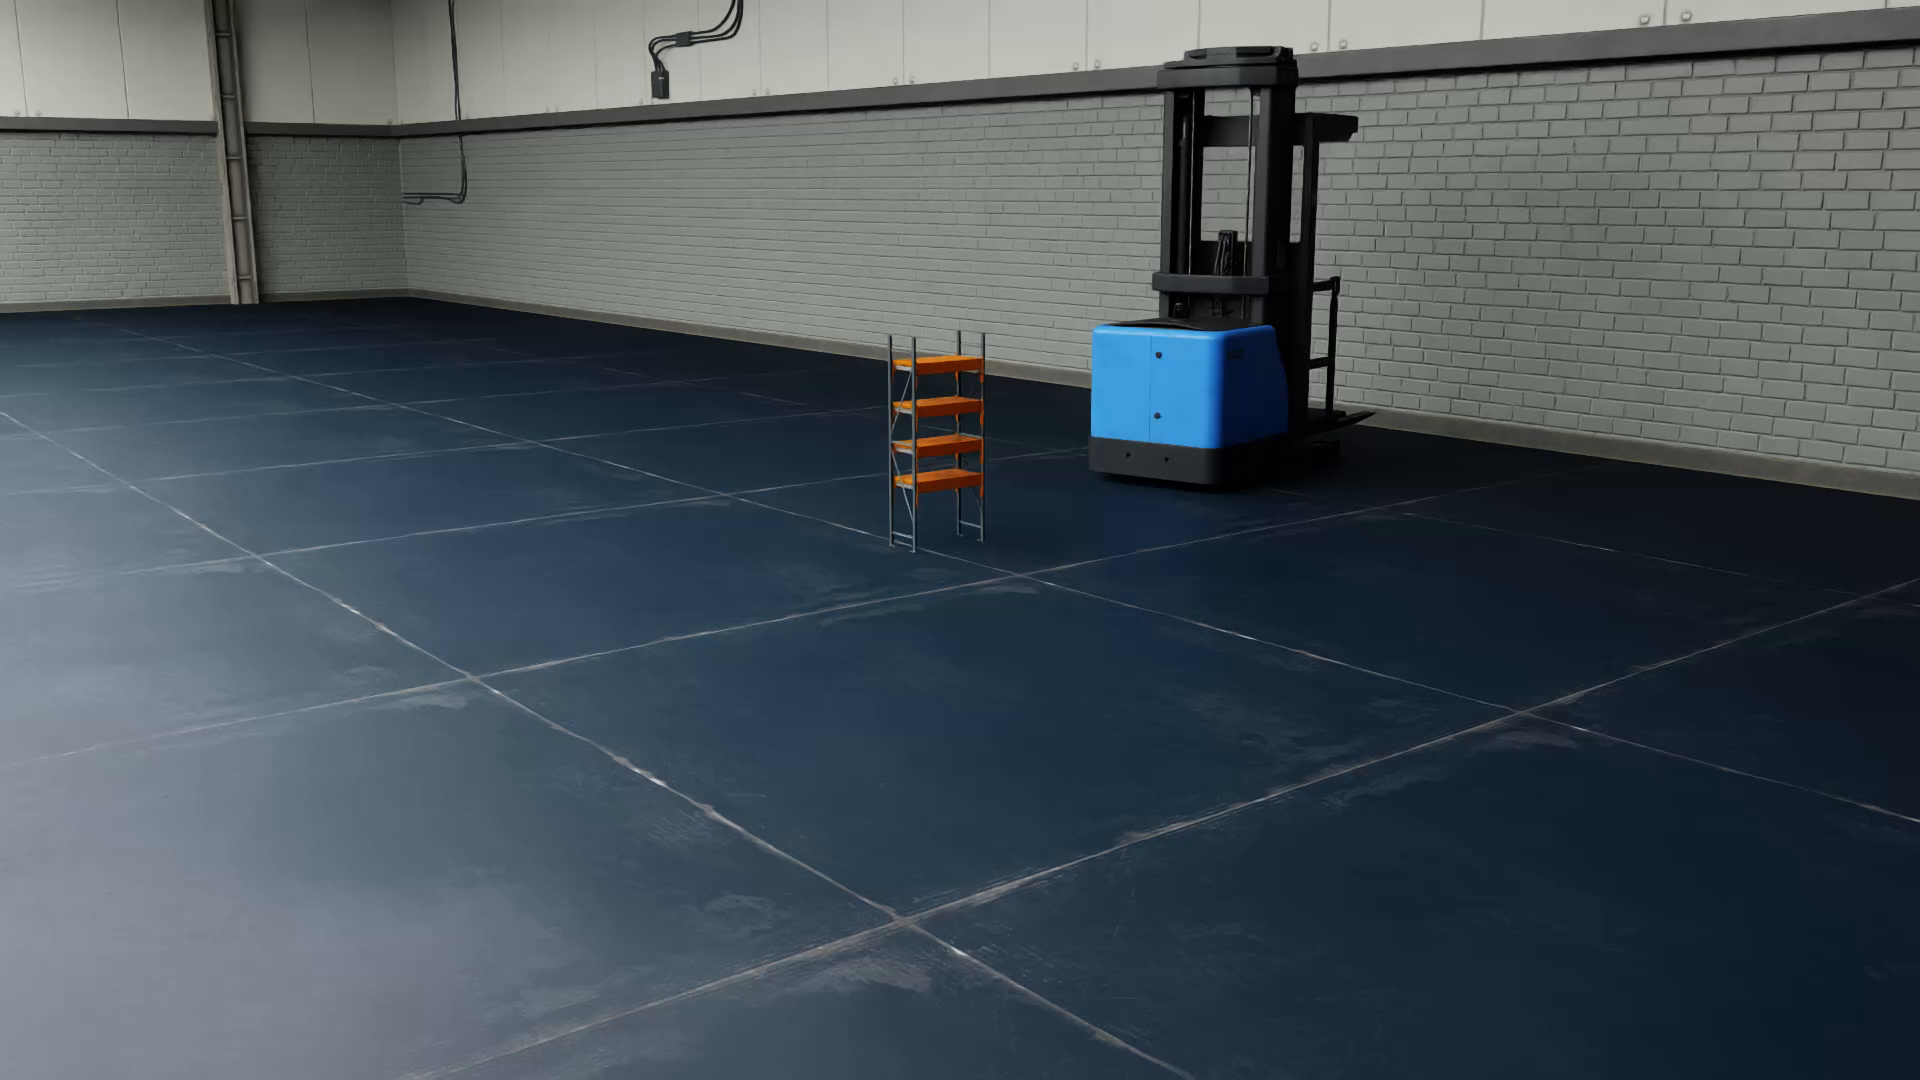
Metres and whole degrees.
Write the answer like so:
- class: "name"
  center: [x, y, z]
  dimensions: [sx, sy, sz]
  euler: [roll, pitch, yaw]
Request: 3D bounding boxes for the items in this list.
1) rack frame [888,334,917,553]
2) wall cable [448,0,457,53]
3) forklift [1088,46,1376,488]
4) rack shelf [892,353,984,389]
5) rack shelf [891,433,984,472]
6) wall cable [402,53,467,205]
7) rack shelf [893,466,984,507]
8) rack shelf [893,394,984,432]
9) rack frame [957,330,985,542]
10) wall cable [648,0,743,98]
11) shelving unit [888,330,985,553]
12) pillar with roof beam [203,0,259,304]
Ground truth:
- class: "rack frame"
  center: [-0.320, -0.534, 9.254]
  dimensions: [0.015, 1.200, 0.240]
  euler: [-9, 15, -38]
- class: "wall cable"
  center: [-7.724, -9.231, 26.754]
  dimensions: [0.112, 2.526, 3.097]
  euler: [-9, 15, -38]
- class: "forklift"
  center: [2.179, -2.037, 12.165]
  dimensions: [1.130, 2.935, 3.031]
  euler: [9, 15, 36]
- class: "rack shelf"
  center: [-0.129, -0.950, 9.321]
  dimensions: [0.480, 0.148, 0.258]
  euler: [-9, 15, -38]
- class: "rack shelf"
  center: [-0.129, -0.500, 9.417]
  dimensions: [0.480, 0.148, 0.258]
  euler: [-9, 15, -38]
- class: "wall cable"
  center: [-9.414, -7.200, 29.345]
  dimensions: [0.112, 2.526, 3.097]
  euler: [-9, 15, -38]
- class: "rack shelf"
  center: [-0.129, -0.305, 9.458]
  dimensions: [0.480, 0.148, 0.258]
  euler: [-9, 15, -38]
- class: "rack shelf"
  center: [-0.129, -0.718, 9.371]
  dimensions: [0.480, 0.148, 0.258]
  euler: [-9, 15, -38]
- class: "rack frame"
  center: [0.061, -0.597, 9.552]
  dimensions: [0.015, 1.200, 0.240]
  euler: [-9, 15, -38]
- class: "wall cable"
  center: [-3.496, -8.840, 21.408]
  dimensions: [0.169, 6.003, 2.305]
  euler: [-9, 15, -38]
- class: "shelving unit"
  center: [-0.129, -0.565, 9.403]
  dimensions: [0.503, 1.200, 0.258]
  euler: [-9, 15, -38]
- class: "pillar with roof beam"
  center: [-9.851, -7.852, 24.944]
  dimensions: [0.400, 9.000, 9.100]
  euler: [-9, 15, -38]
